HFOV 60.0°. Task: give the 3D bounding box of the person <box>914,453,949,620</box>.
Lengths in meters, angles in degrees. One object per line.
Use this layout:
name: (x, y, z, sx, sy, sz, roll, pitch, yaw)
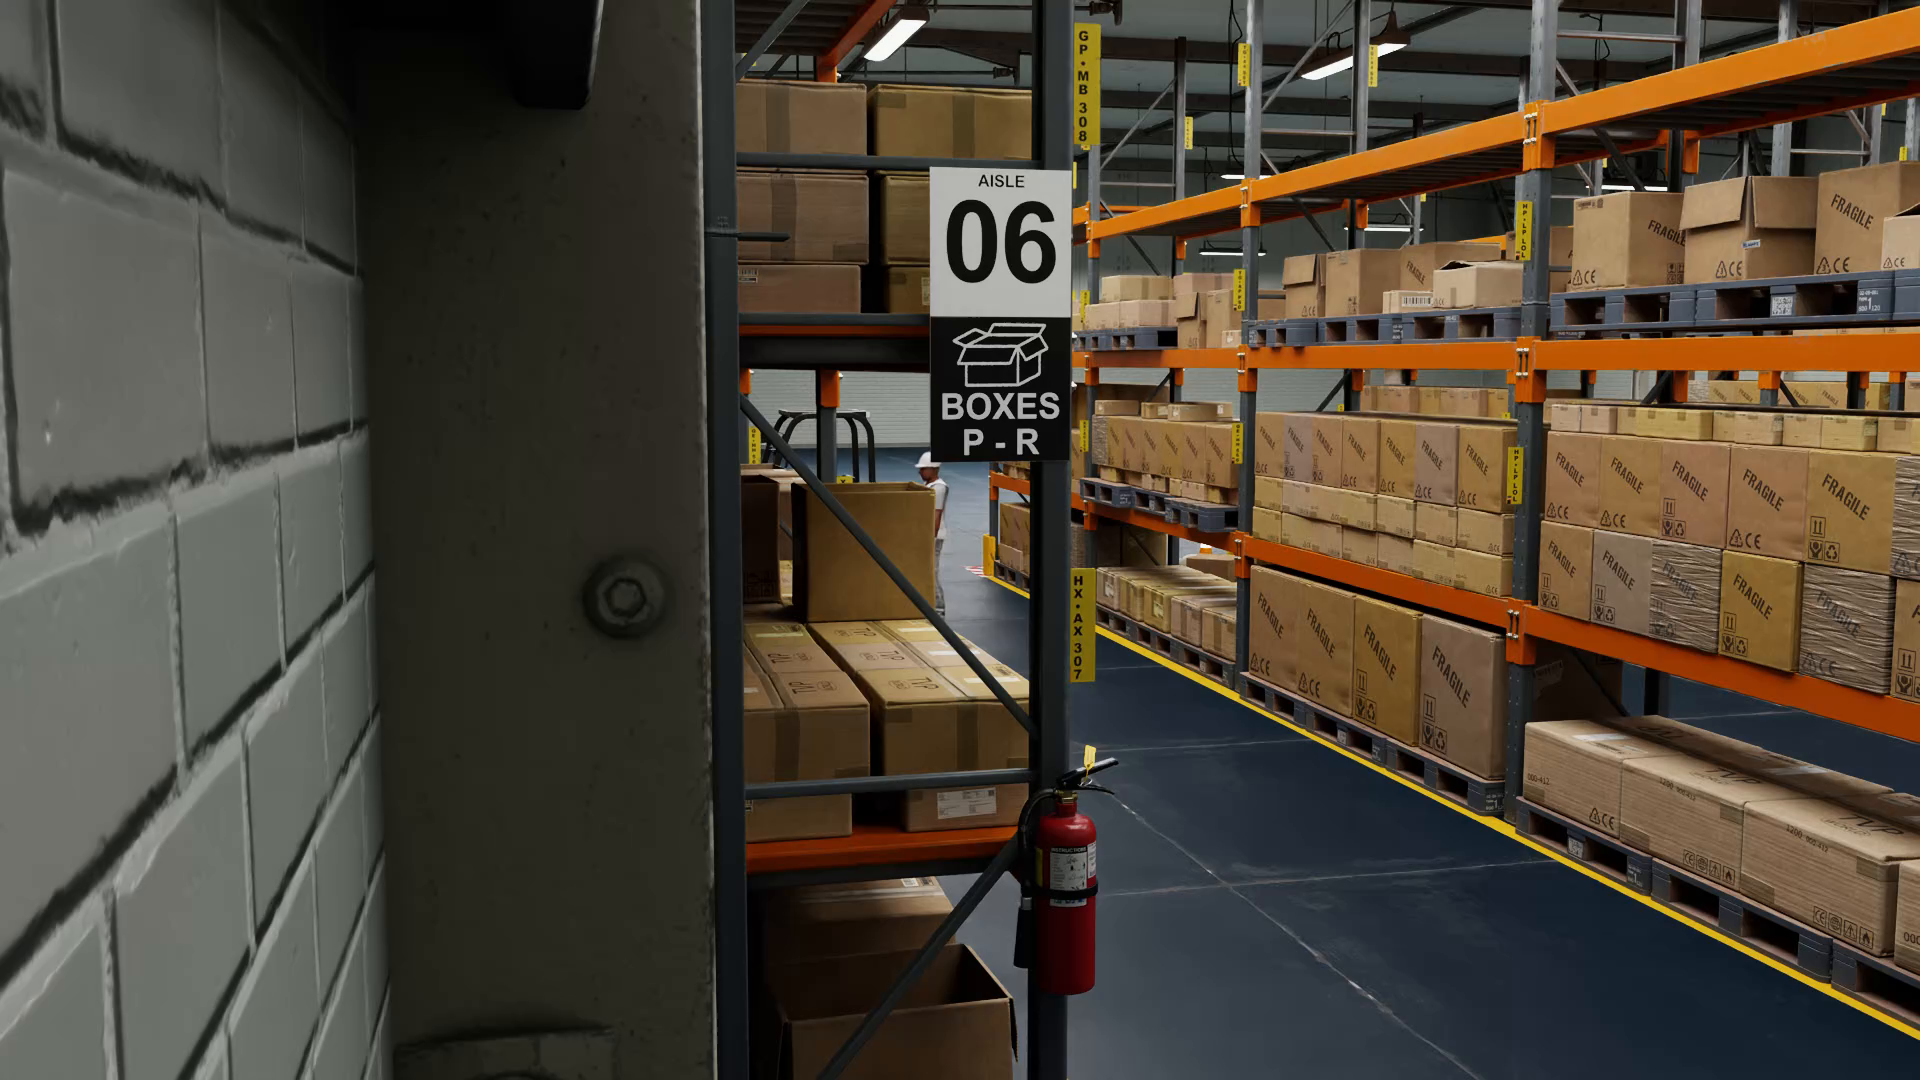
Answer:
person: (-0.308, -0.009, 17.060, 0.358, 1.779, 0.548, -1, 6, -12)
